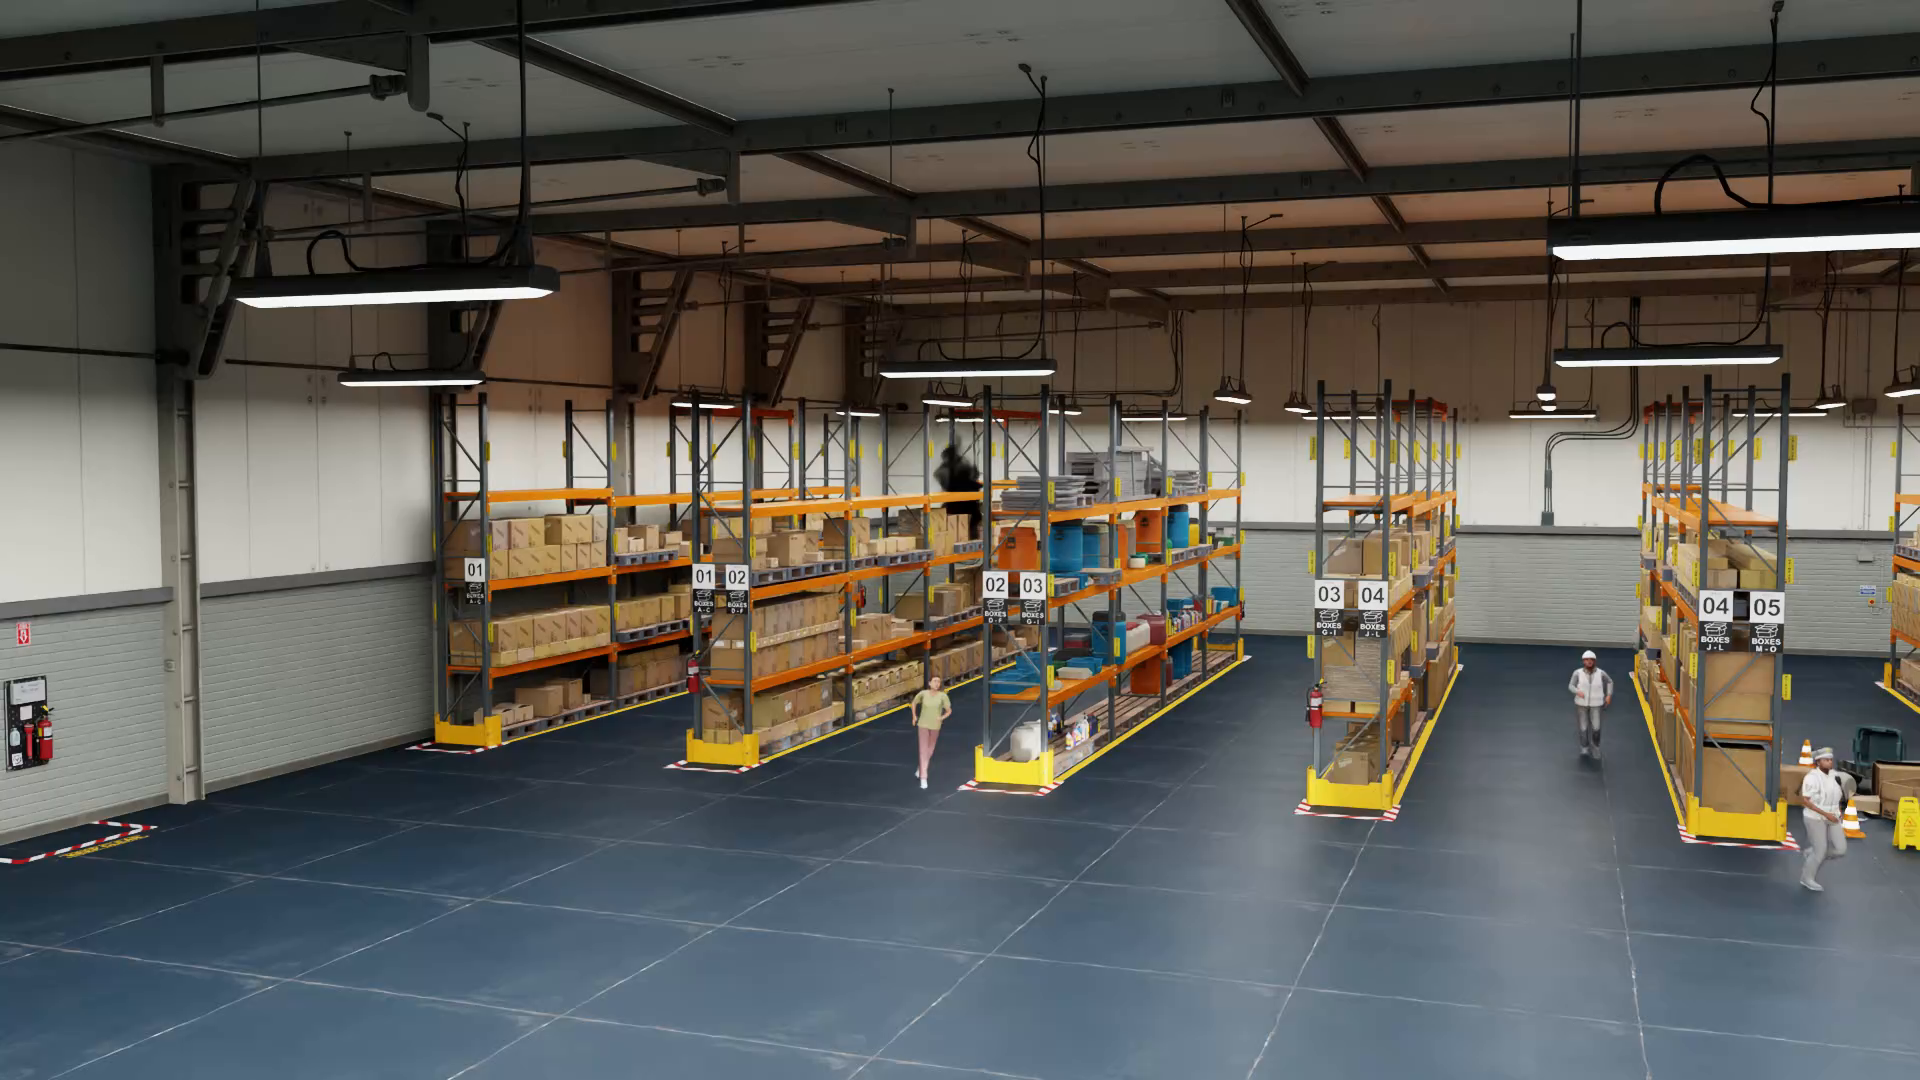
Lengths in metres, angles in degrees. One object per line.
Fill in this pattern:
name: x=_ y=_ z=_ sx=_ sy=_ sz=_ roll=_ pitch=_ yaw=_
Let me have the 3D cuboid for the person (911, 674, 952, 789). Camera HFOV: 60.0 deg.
person: x=-0.428 y=2.851 z=25.080 sx=0.595 sy=1.663 sz=0.820 roll=0 pitch=3 yaw=-8

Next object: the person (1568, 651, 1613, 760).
person: x=10.231 y=2.695 z=26.980 sx=0.678 sy=1.793 sz=0.675 roll=1 pitch=3 yaw=21

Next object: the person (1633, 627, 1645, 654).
person: x=15.603 y=2.166 z=37.777 sx=0.576 sy=1.662 sz=0.618 roll=0 pitch=3 yaw=1

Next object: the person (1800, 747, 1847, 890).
person: x=9.852 y=3.169 z=18.977 sx=0.394 sy=1.660 sz=0.487 roll=-1 pitch=3 yaw=-16
